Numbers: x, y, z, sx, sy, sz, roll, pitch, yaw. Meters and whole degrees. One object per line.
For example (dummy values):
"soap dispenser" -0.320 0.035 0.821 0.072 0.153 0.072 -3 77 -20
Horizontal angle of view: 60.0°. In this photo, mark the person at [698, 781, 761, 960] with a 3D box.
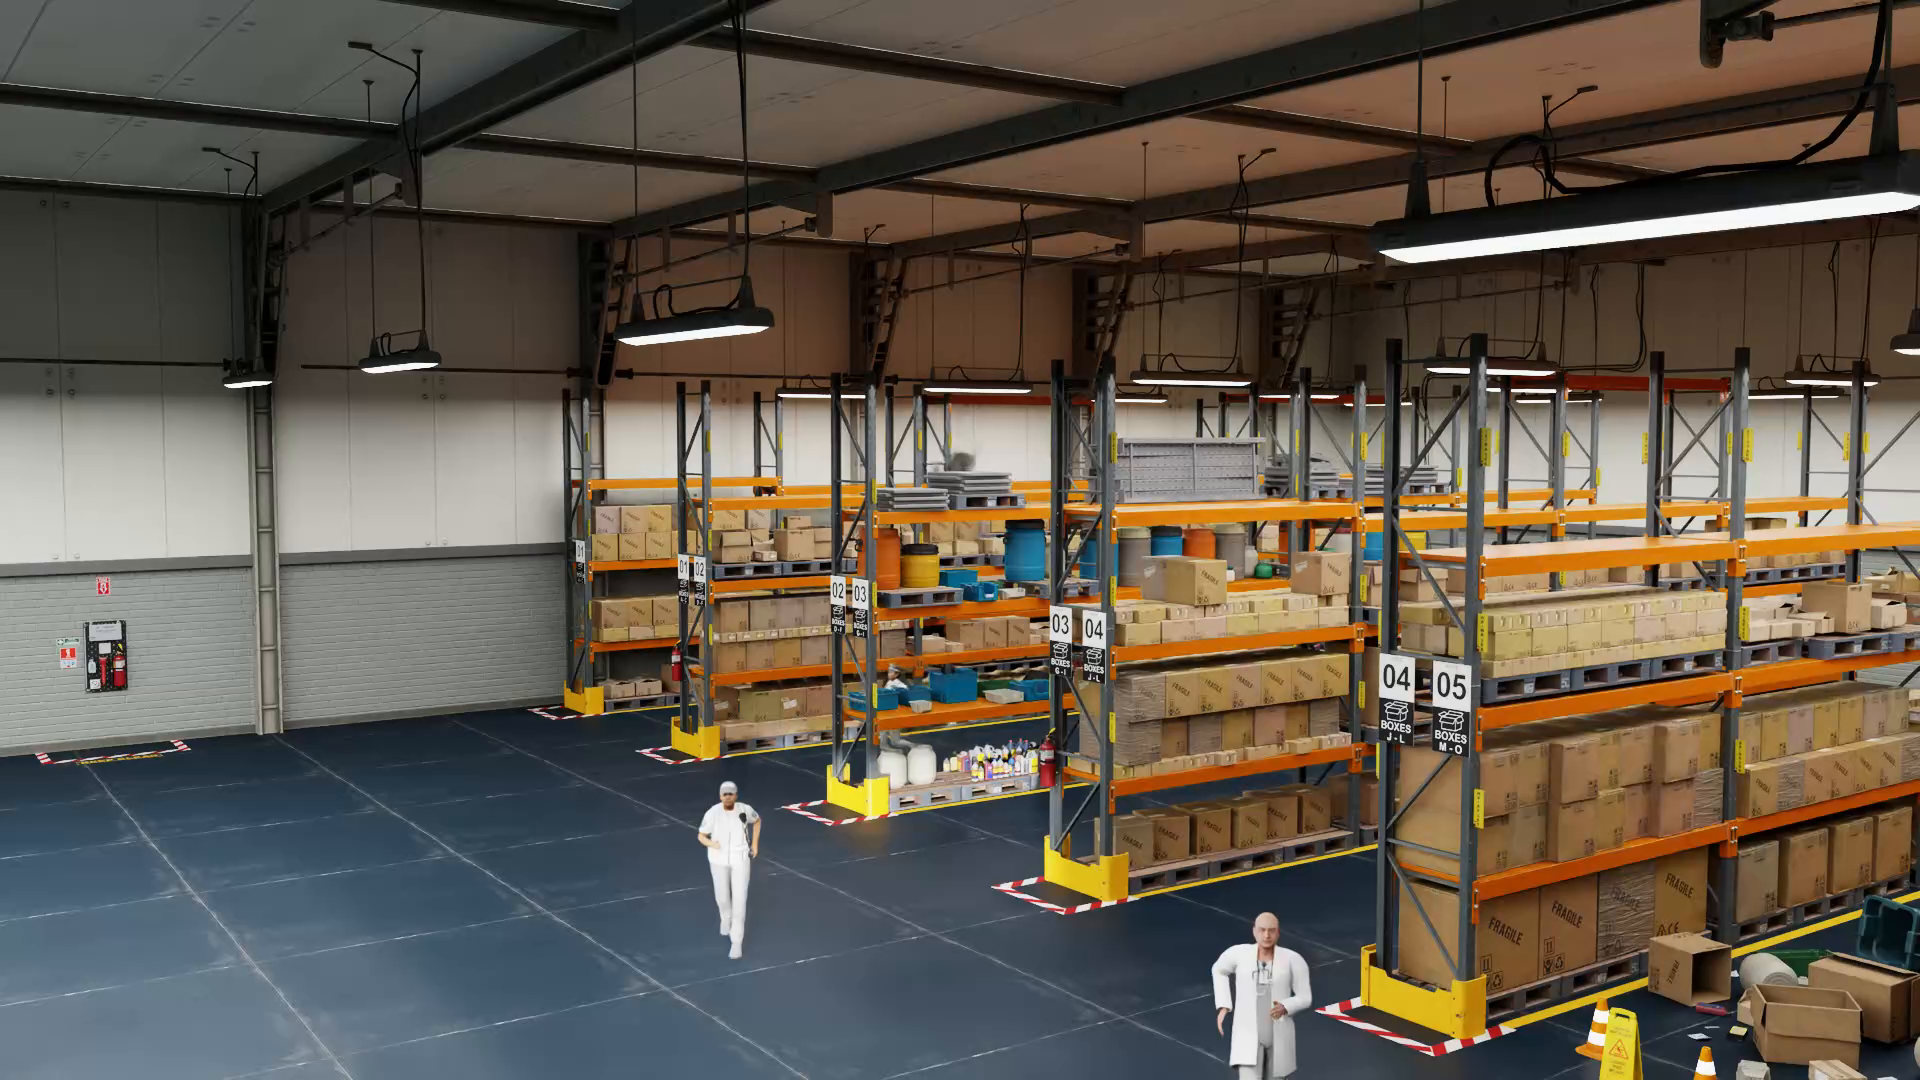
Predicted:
"person" -2.323 3.261 16.710 0.598 1.716 0.863 0 4 -4

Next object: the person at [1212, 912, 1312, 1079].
"person" 2.134 3.529 11.720 0.677 1.802 0.755 0 4 5

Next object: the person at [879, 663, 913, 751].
"person" -0.967 2.699 25.414 0.758 1.677 0.632 -3 5 -37
